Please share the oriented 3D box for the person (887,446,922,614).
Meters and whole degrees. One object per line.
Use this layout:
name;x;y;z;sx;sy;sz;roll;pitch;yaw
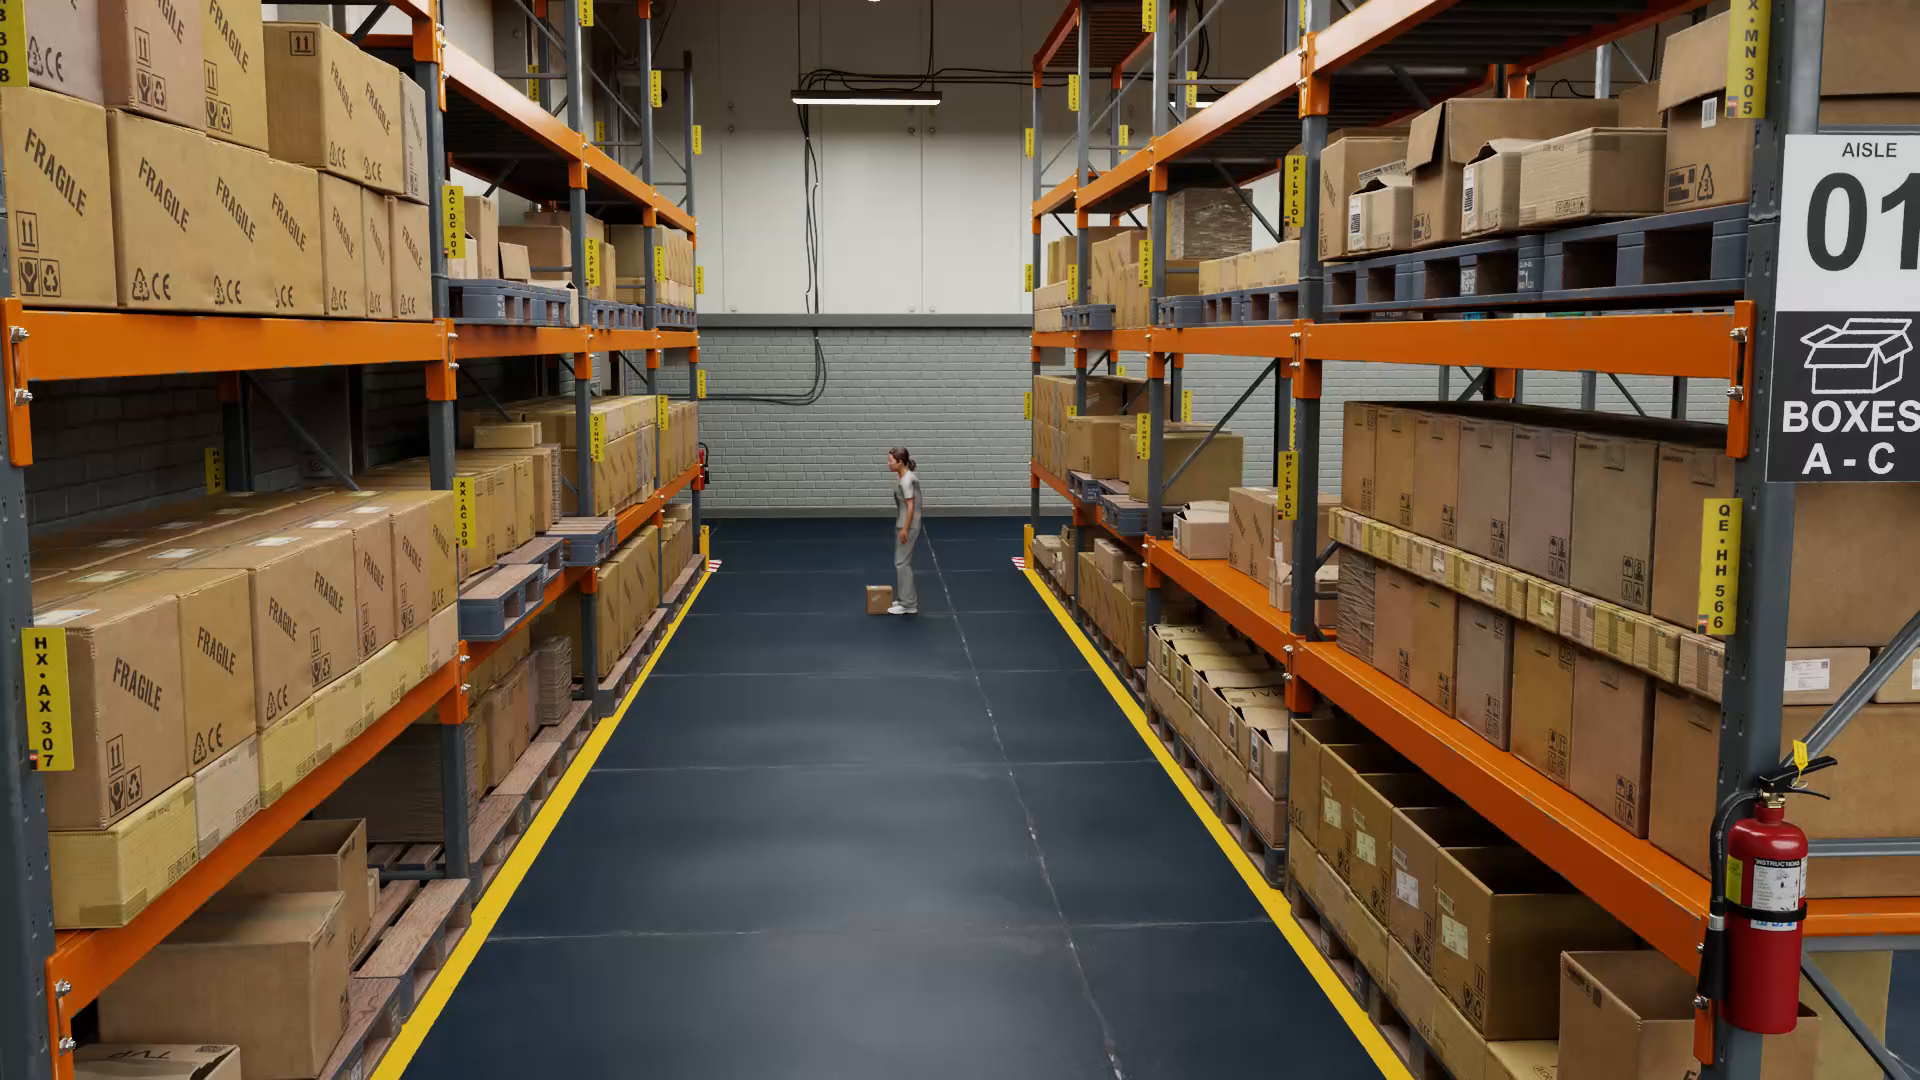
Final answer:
person;-0.563;-0.107;16.643;0.365;1.671;0.504;-1;7;-7
